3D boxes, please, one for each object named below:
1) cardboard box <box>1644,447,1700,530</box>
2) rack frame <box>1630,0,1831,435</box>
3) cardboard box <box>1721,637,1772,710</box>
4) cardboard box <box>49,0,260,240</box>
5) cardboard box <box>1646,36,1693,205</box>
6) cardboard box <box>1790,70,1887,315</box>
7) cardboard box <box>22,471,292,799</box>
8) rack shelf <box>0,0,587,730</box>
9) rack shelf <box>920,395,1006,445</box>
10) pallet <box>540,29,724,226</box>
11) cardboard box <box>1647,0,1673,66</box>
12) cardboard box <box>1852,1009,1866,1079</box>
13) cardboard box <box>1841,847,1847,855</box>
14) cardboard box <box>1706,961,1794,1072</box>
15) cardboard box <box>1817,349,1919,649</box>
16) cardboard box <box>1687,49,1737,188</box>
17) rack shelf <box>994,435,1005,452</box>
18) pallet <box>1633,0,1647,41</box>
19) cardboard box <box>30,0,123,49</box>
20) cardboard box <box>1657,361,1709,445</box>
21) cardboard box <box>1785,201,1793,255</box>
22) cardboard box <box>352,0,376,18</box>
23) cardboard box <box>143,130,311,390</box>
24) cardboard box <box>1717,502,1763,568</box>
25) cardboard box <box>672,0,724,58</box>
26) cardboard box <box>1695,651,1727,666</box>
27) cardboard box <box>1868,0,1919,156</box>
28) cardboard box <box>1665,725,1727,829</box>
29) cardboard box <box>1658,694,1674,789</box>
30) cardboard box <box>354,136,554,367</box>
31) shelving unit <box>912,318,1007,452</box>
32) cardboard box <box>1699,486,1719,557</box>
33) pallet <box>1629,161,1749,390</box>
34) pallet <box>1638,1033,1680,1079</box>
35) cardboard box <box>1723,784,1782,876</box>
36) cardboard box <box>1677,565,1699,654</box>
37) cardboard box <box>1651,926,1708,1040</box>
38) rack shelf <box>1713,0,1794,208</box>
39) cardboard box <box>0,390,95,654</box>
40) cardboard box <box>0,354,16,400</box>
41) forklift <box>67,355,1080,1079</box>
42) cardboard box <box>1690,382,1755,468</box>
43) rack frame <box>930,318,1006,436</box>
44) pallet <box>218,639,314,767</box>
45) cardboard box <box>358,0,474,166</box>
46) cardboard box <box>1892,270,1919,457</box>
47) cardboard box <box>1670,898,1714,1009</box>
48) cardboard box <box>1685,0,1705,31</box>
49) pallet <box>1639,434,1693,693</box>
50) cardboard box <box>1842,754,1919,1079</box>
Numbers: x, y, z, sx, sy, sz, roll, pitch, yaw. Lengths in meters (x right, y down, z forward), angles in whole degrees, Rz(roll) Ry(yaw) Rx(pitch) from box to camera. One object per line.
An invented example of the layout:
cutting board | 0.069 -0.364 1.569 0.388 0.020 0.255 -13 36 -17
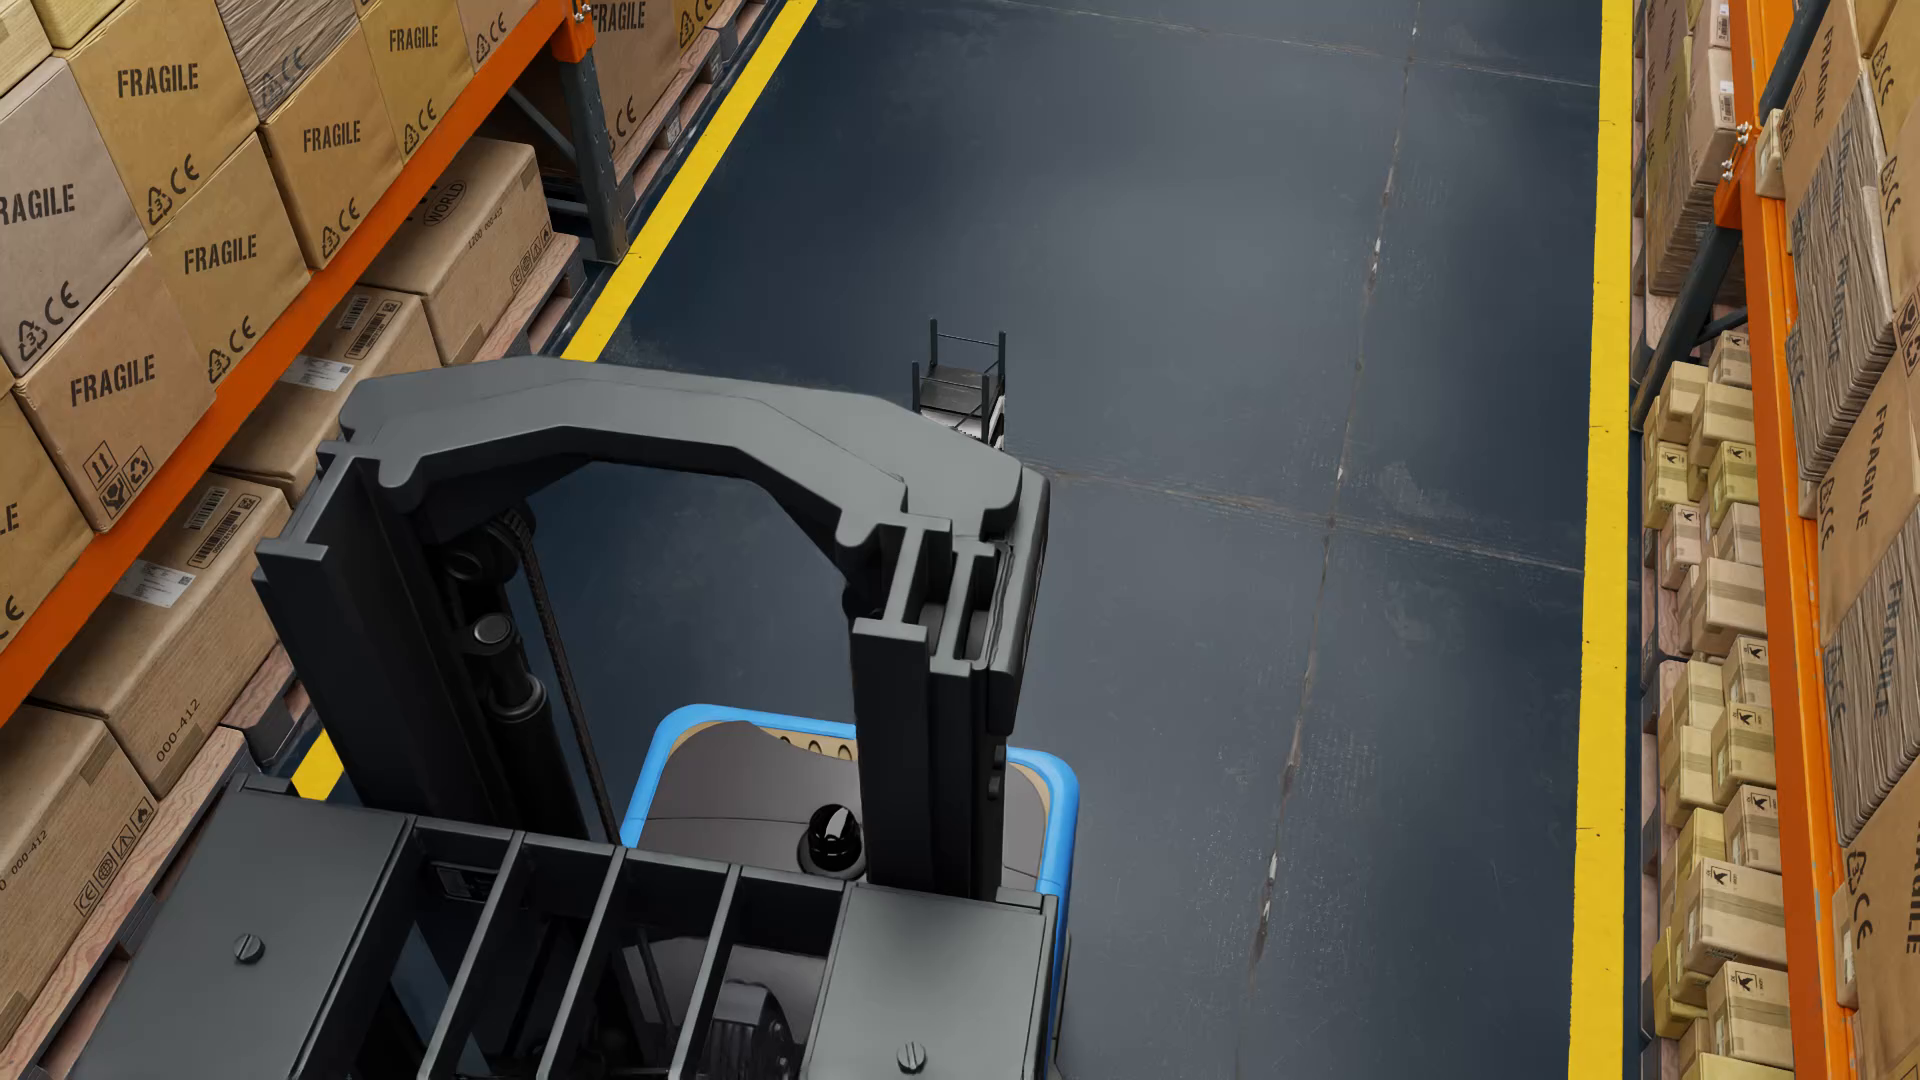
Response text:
cardboard box | 2.479 -0.137 5.492 0.380 0.149 0.250 13 50 11
rack frame | 2.955 -1.334 4.927 1.000 3.000 0.127 12 50 10
cardboard box | 2.331 0.437 4.588 0.380 0.149 0.250 10 49 8
cardboard box | -2.111 -1.109 3.995 0.500 0.500 0.500 12 50 10
cardboard box | 3.042 -1.602 6.550 0.500 0.500 0.500 11 49 9
cardboard box | 2.458 -0.797 4.188 0.500 0.500 0.500 12 50 10
cardboard box | -2.590 0.204 4.998 0.875 0.438 0.875 13 50 11
rack shelf | -2.374 -0.553 4.717 1.077 0.370 4.000 12 50 10
rack shelf | -0.002 -0.389 5.297 0.258 0.077 0.200 12 50 10
pallet | -1.717 -1.888 7.275 1.003 0.211 1.213 12 50 10
cardboard box | 3.316 -2.341 7.203 0.500 0.500 0.500 10 49 9
cardboard box | 1.868 0.994 3.039 0.380 0.149 0.250 11 50 10
cardboard box | 2.011 0.620 3.369 0.380 0.149 0.250 10 49 8
cardboard box | 1.993 1.177 3.936 0.380 0.149 0.250 10 49 9
cardboard box | 2.178 -0.047 3.525 0.500 0.500 0.500 14 50 12
cardboard box | 2.907 -1.482 5.945 0.500 0.250 0.500 10 49 9
rack shelf | -0.002 -0.270 5.432 0.258 0.077 0.200 12 50 10
pallet | 3.801 -2.739 8.027 1.003 0.211 1.213 12 50 10
cardboard box | -2.091 -1.238 3.676 0.380 0.149 0.250 10 49 9
cardboard box | 2.551 -0.429 5.551 0.380 0.149 0.250 14 50 12
cardboard box | 2.568 -0.909 4.719 0.380 0.149 0.250 13 50 11
cardboard box | -1.846 -1.840 4.640 0.500 0.500 0.500 11 49 9
cardboard box | -2.123 -0.769 4.362 0.500 0.500 0.500 13 50 11
cardboard box | 2.469 0.055 4.925 0.380 0.149 0.250 10 49 9
cardboard box | -1.531 -2.793 7.351 0.875 0.875 0.875 13 50 11
cardboard box | 2.372 0.344 4.868 0.380 0.149 0.250 14 50 12
cardboard box | 2.479 -1.140 3.823 0.500 0.500 0.500 10 49 9
cardboard box | 2.156 0.688 4.565 0.380 0.149 0.250 12 50 10
cardboard box | 2.247 0.617 4.826 0.380 0.149 0.250 10 49 9
cardboard box | -2.116 -1.096 6.145 0.875 0.438 0.875 11 49 9
shelving unit | -0.002 -0.292 5.407 0.258 0.900 0.210 12 50 10
cardboard box | 2.541 -0.045 5.212 0.380 0.149 0.250 11 50 10
pallet | 3.158 -0.974 6.469 1.003 0.211 1.213 12 50 10
pallet | 2.170 1.847 3.979 1.003 0.211 1.213 12 50 10
cardboard box | 2.187 0.802 4.266 0.380 0.149 0.250 10 49 9
cardboard box | 2.445 0.247 5.153 0.380 0.149 0.250 11 49 9
cardboard box | 2.021 1.184 4.326 0.380 0.149 0.250 10 49 8
rack shelf | 3.481 -2.542 6.473 1.077 0.370 4.000 12 50 10
cardboard box | -2.390 -0.039 3.717 0.500 0.500 0.500 11 49 10
cardboard box | -2.370 -0.374 3.346 0.500 0.500 0.500 10 49 9
forklift | -0.462 1.275 2.670 1.130 2.935 3.031 7 49 6
cardboard box | 2.535 -0.330 5.266 0.380 0.149 0.250 14 50 12
rack frame | 0.025 -0.365 5.472 0.240 0.900 0.006 12 50 10
pallet | -2.442 0.105 5.517 1.003 0.211 1.213 12 50 10
cardboard box | -1.853 -1.511 5.017 0.500 0.500 0.500 10 49 9
cardboard box | 2.180 -0.411 3.180 0.500 0.500 0.500 10 49 9
cardboard box | 2.025 1.074 4.224 0.380 0.149 0.250 12 50 11
cardboard box | 3.181 -2.237 6.610 0.500 0.250 0.500 10 49 8
pallet | 2.812 0.082 5.537 1.003 0.211 1.213 12 50 10
cardboard box | 1.913 0.681 2.884 0.500 0.500 0.500 11 49 9
